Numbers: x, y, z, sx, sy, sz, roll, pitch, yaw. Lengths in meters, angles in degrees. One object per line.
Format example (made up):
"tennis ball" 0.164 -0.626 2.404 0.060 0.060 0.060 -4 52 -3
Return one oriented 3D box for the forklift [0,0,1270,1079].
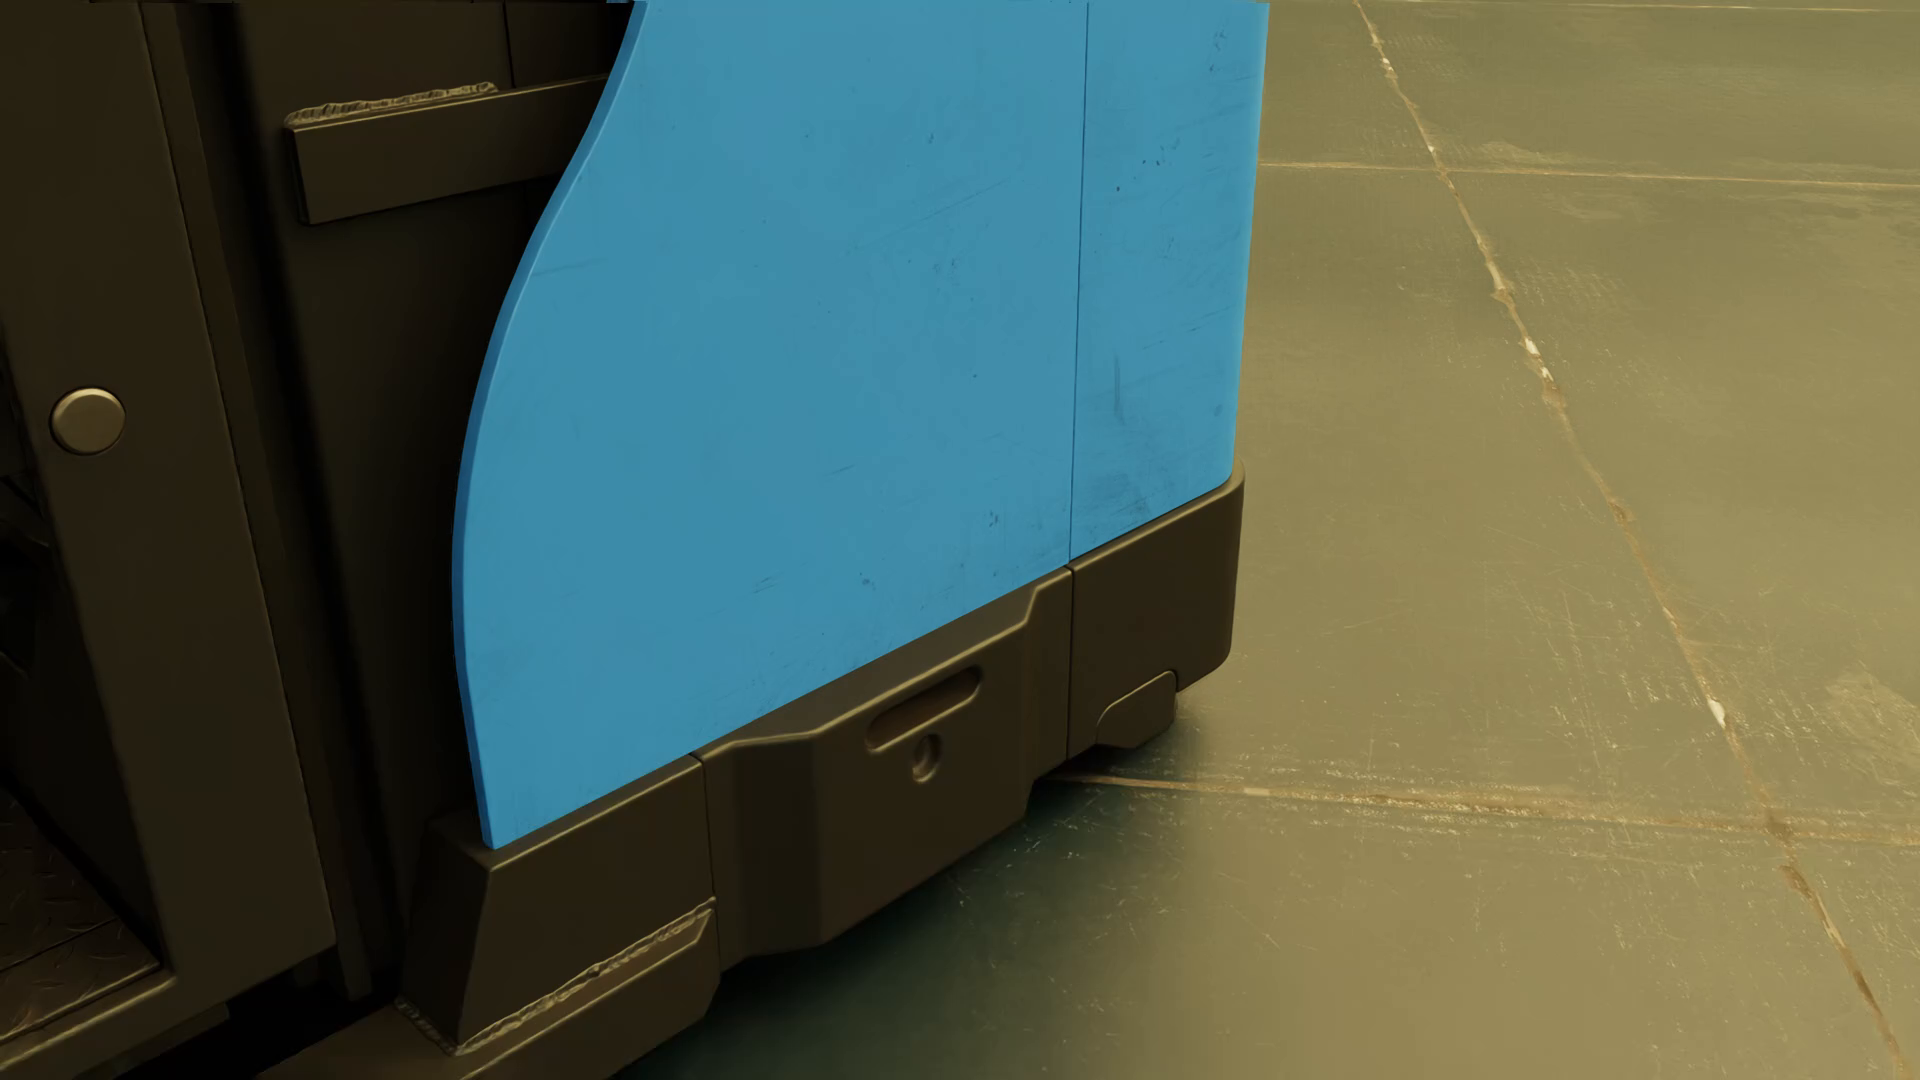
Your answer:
"forklift" -1.050 -0.801 0.823 1.130 2.935 3.031 23 35 39
